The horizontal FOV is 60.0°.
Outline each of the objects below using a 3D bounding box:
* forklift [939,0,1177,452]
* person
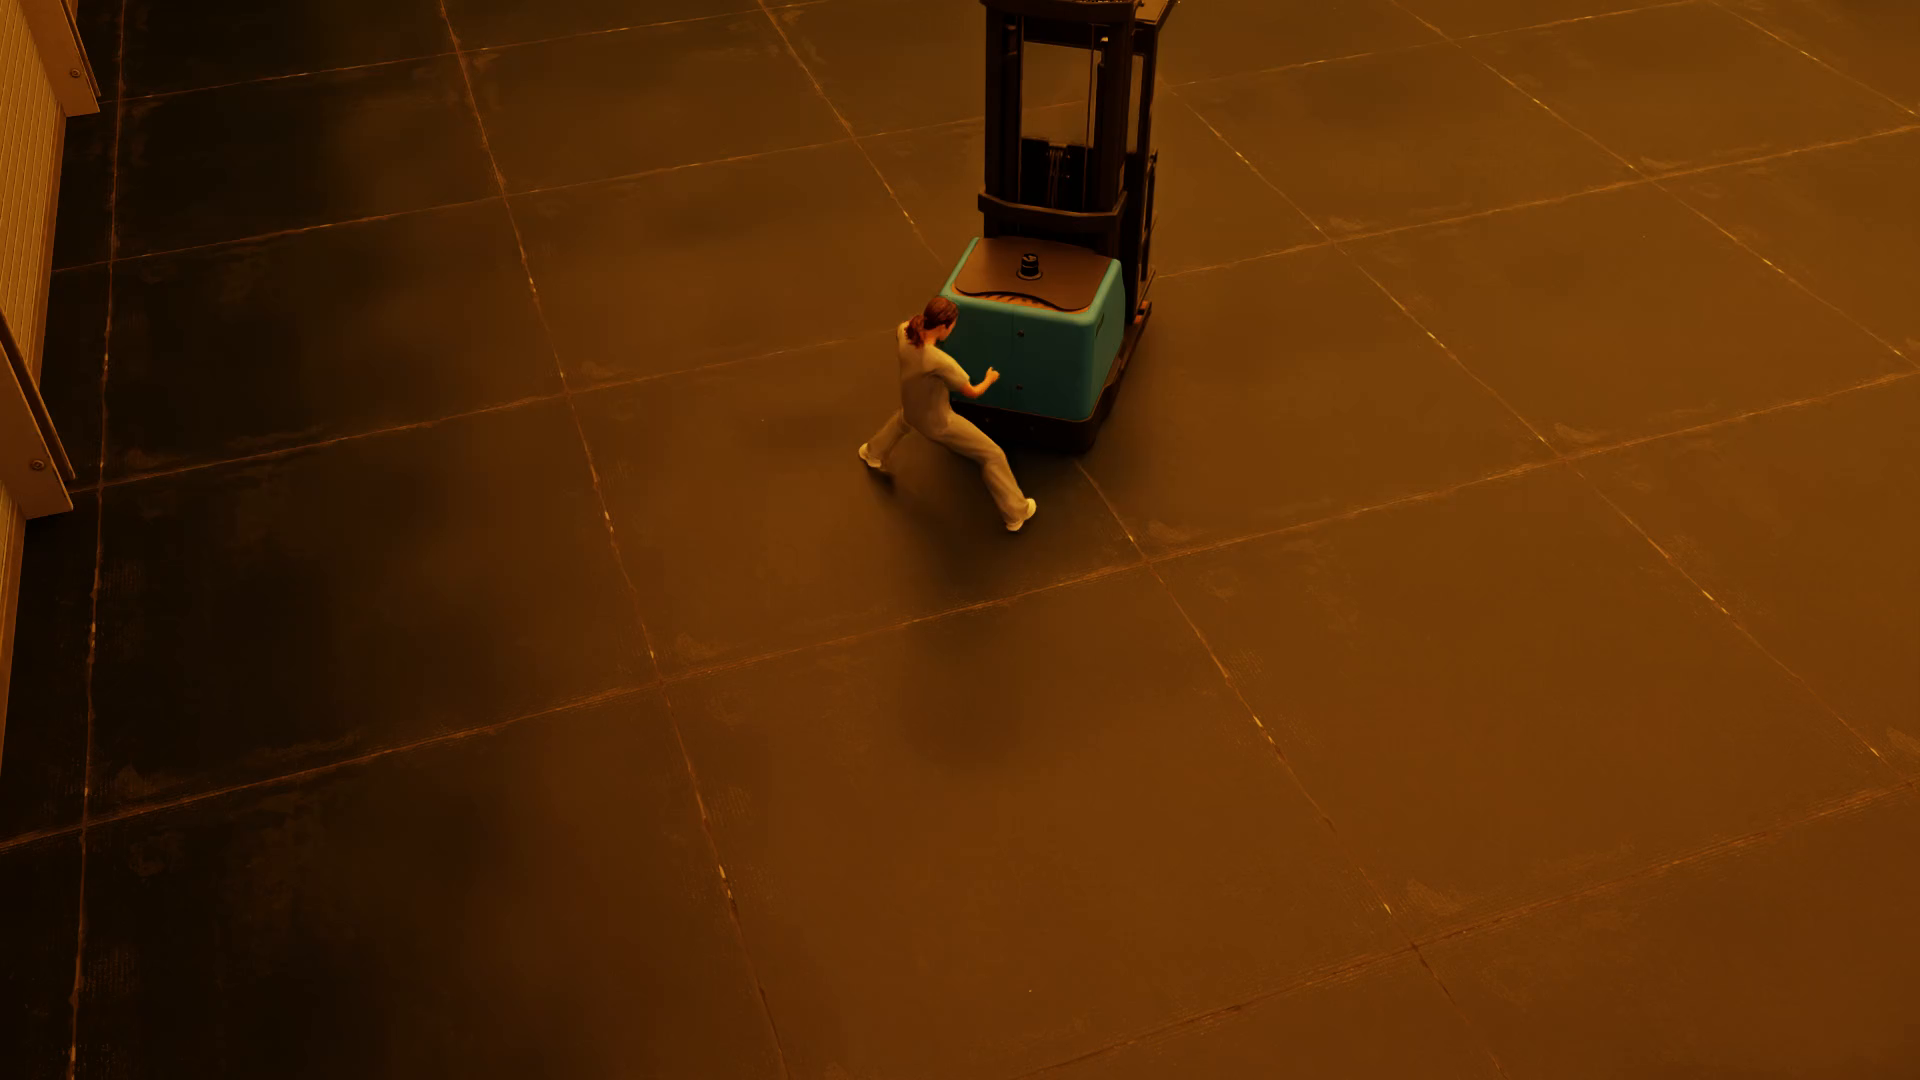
[{"bbox_3d":[0.771,-2.654,11.158,1.130,2.935,3.031,11,41,13],"label":"forklift"},{"bbox_3d":[-0.086,-0.895,10.200,0.678,1.461,1.243,-25,46,-27],"label":"person"}]
